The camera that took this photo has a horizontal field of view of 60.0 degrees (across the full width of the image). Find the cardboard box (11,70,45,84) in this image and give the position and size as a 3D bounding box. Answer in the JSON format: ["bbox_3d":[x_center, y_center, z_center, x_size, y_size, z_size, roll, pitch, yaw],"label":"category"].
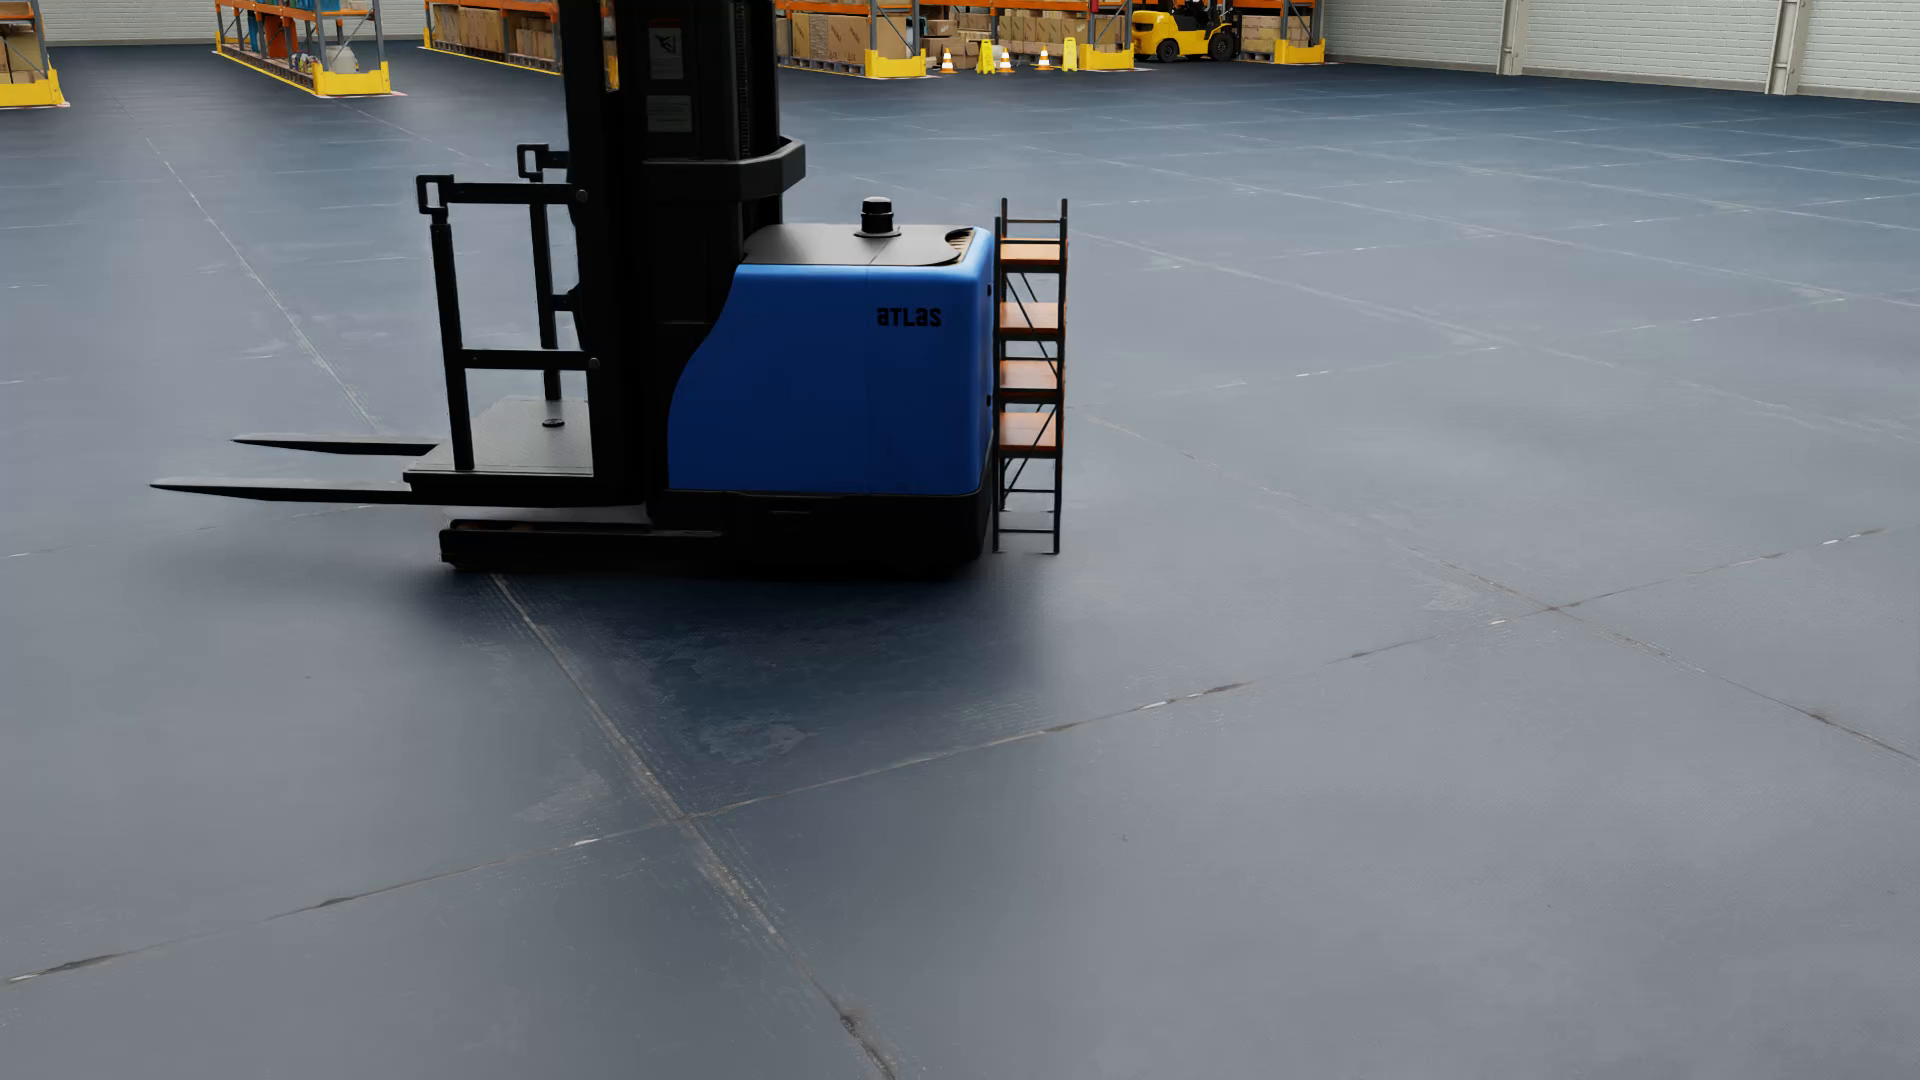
[{"bbox_3d":[-14.437,-7.154,25.837,0.500,0.250,0.500,-10,21,-27],"label":"cardboard box"}]

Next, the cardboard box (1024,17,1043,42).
[{"bbox_3d":[1.715,-11.025,35.904,0.500,0.500,0.500,-9,21,-24],"label":"cardboard box"}]

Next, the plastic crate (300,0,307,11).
[{"bbox_3d":[-10.822,-9.047,27.980,0.499,0.251,0.408,-10,21,-27],"label":"plastic crate"}]

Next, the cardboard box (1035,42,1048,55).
[{"bbox_3d":[1.950,-10.524,35.602,0.500,0.250,0.500,-11,22,-29],"label":"cardboard box"}]

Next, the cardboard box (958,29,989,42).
[{"bbox_3d":[0.236,-11.795,39.100,0.950,0.372,0.625,-9,21,-25],"label":"cardboard box"}]

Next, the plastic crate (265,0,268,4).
[{"bbox_3d":[-13.318,-10.649,32.294,0.402,0.464,0.583,-10,21,-27],"label":"plastic crate"}]

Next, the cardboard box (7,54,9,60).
[{"bbox_3d":[-16.723,-8.451,28.735,0.500,0.311,0.500,-10,21,-27],"label":"cardboard box"}]

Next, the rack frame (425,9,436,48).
[{"bbox_3d":[-13.256,-14.193,42.665,1.000,3.000,0.127,-10,21,-27],"label":"rack frame"}]

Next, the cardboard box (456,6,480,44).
[{"bbox_3d":[-11.600,-12.441,40.200,0.875,0.875,0.875,-10,21,-27],"label":"cardboard box"}]

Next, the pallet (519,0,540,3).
[{"bbox_3d":[-8.481,-11.244,34.413,1.003,0.211,1.213,-10,21,-27],"label":"pallet"}]

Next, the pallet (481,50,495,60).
[{"bbox_3d":[-10.341,-11.166,38.168,1.003,0.211,1.213,-10,21,-27],"label":"pallet"}]

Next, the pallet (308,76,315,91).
[{"bbox_3d":[-10.476,-7.763,28.306,1.003,0.211,1.213,-10,21,-27],"label":"pallet"}]

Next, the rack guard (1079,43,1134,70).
[{"bbox_3d":[3.027,-9.975,34.274,1.175,0.500,0.348,-10,21,-27],"label":"rack guard"}]

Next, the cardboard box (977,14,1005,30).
[{"bbox_3d":[0.903,-14.775,47.540,0.700,0.500,0.500,-11,22,-29],"label":"cardboard box"}]

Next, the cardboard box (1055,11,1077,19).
[{"bbox_3d":[2.220,-10.980,34.779,0.380,0.149,0.250,-9,21,-25],"label":"cardboard box"}]

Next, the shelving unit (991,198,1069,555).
[{"bbox_3d":[0.254,-0.599,6.028,0.258,1.200,0.503,1,19,4],"label":"shelving unit"}]

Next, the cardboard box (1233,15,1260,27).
[{"bbox_3d":[6.440,-11.649,37.331,0.500,0.250,0.500,-10,21,-26],"label":"cardboard box"}]

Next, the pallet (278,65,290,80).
[{"bbox_3d":[-12.324,-8.883,31.549,1.003,0.211,1.213,-10,21,-27],"label":"pallet"}]

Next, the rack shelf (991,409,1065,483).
[{"bbox_3d":[0.254,-0.348,6.115,0.258,0.148,0.480,1,19,4],"label":"rack shelf"}]

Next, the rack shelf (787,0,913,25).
[{"bbox_3d":[-2.195,-10.574,33.278,1.077,0.370,4.000,-10,21,-27],"label":"rack shelf"}]

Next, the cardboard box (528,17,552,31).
[{"bbox_3d":[-8.852,-10.939,35.243,0.500,0.250,0.500,-7,20,-21],"label":"cardboard box"}]

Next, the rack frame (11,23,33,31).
[{"bbox_3d":[-20.077,-11.512,34.894,1.000,3.000,0.127,-10,21,-27],"label":"rack frame"}]

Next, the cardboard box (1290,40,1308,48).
[{"bbox_3d":[7.368,-10.975,36.910,0.500,0.250,0.500,-10,21,-26],"label":"cardboard box"}]

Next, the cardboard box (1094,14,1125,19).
[{"bbox_3d":[3.915,-13.096,42.483,0.875,0.625,0.625,-9,21,-25],"label":"cardboard box"}]

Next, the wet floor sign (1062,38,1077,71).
[{"bbox_3d":[2.211,-9.802,33.548,0.267,0.644,0.232,-3,19,-8],"label":"wet floor sign"}]

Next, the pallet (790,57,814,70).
[{"bbox_3d":[-2.853,-9.939,34.612,1.003,0.211,1.213,-10,21,-27],"label":"pallet"}]

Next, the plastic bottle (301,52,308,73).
[{"bbox_3d":[-11.519,-8.411,29.296,0.144,0.351,0.185,-9,21,-24],"label":"plastic bottle"}]

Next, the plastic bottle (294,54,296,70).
[{"bbox_3d":[-11.974,-8.654,30.113,0.152,0.276,0.135,-9,21,-25],"label":"plastic bottle"}]

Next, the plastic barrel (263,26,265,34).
[{"bbox_3d":[-14.600,-10.650,35.450,0.600,0.588,0.708,-10,21,-27],"label":"plastic barrel"}]

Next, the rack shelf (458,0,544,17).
[{"bbox_3d":[-10.407,-12.131,37.791,1.077,0.370,4.000,-10,21,-27],"label":"rack shelf"}]

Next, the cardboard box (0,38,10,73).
[{"bbox_3d":[-14.895,-7.428,25.481,0.500,0.500,0.500,-10,21,-27],"label":"cardboard box"}]

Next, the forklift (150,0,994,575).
[{"bbox_3d":[-1.404,-1.443,5.820,3.031,2.935,1.130,1,19,4],"label":"forklift"}]

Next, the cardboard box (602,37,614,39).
[{"bbox_3d":[-6.761,-9.315,31.716,0.500,0.500,0.500,-12,22,-31],"label":"cardboard box"}]

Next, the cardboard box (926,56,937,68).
[{"bbox_3d":[-0.708,-9.987,34.667,0.396,0.266,0.258,-6,20,-17],"label":"cardboard box"}]

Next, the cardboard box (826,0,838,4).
[{"bbox_3d":[-2.185,-10.990,33.153,0.875,0.550,0.500,-10,21,-27],"label":"cardboard box"}]

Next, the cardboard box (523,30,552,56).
[{"bbox_3d":[-8.847,-10.577,35.342,0.700,0.500,0.500,-12,22,-31],"label":"cardboard box"}]

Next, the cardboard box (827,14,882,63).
[{"bbox_3d":[-2.045,-9.970,33.040,0.875,0.875,0.875,-10,22,-28],"label":"cardboard box"}]

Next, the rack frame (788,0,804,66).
[{"bbox_3d":[-3.145,-11.488,34.824,1.000,3.000,0.127,-10,21,-27],"label":"rack frame"}]

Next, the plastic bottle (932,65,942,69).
[{"bbox_3d":[-0.478,-9.765,34.338,0.283,0.061,0.133,16,25,39],"label":"plastic bottle"}]

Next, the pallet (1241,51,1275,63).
[{"bbox_3d":[7.029,-10.800,37.106,1.003,0.211,1.213,-10,21,-27],"label":"pallet"}]

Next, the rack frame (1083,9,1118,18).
[{"bbox_3d":[3.631,-14.202,42.689,1.000,3.000,0.127,-10,21,-27],"label":"rack frame"}]

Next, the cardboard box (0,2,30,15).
[{"bbox_3d":[-14.589,-8.250,25.288,0.700,0.500,0.500,-10,21,-27],"label":"cardboard box"}]

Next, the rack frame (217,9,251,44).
[{"bbox_3d":[-17.615,-13.426,40.442,1.000,3.000,0.127,-10,21,-27],"label":"rack frame"}]

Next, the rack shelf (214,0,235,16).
[{"bbox_3d":[-16.665,-12.512,38.895,1.077,0.370,4.000,-10,21,-27],"label":"rack shelf"}]

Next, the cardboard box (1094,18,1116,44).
[{"bbox_3d":[2.911,-10.670,34.875,0.500,0.500,0.500,-11,22,-28],"label":"cardboard box"}]
